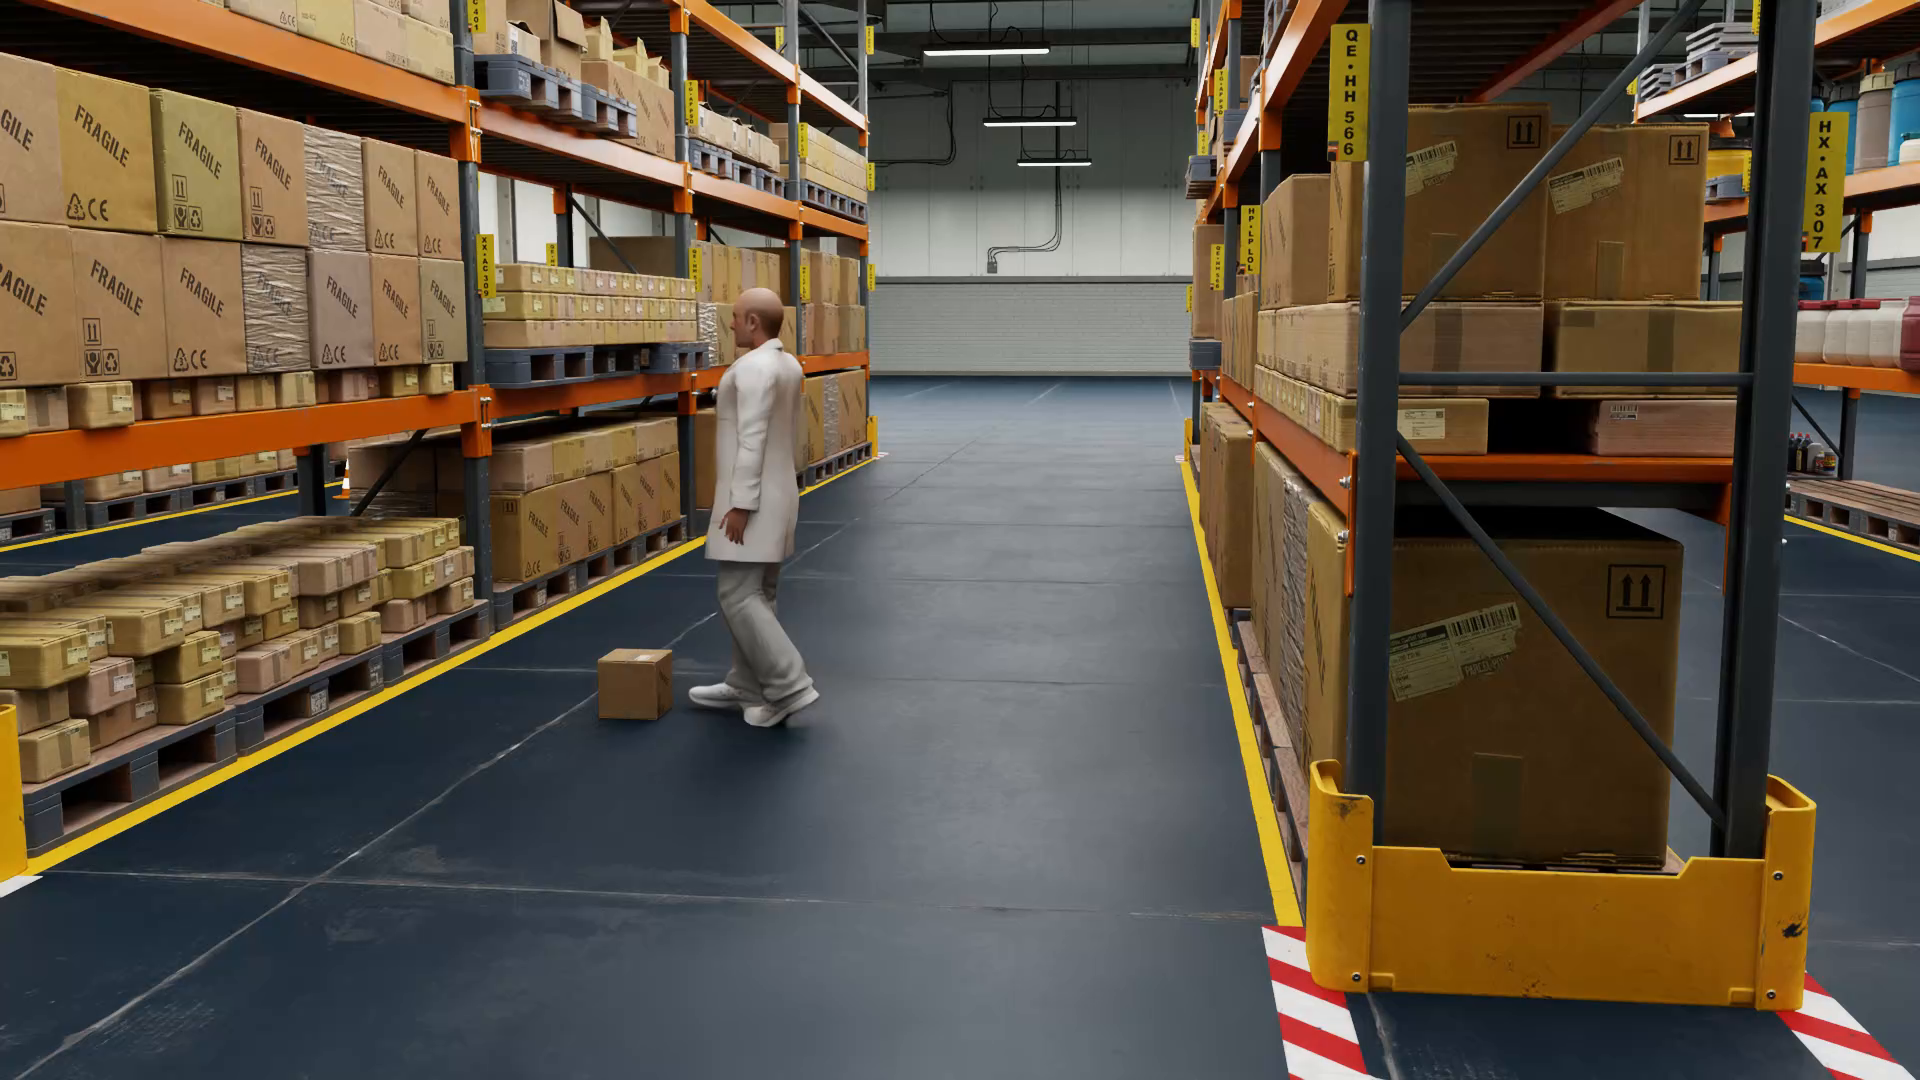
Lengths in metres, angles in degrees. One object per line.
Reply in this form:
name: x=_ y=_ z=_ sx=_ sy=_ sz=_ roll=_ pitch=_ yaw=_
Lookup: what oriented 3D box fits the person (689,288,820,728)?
person: x=-0.850 y=-0.137 z=6.910 sx=0.664 sy=1.802 sz=0.613 roll=2 pitch=8 yaw=14
